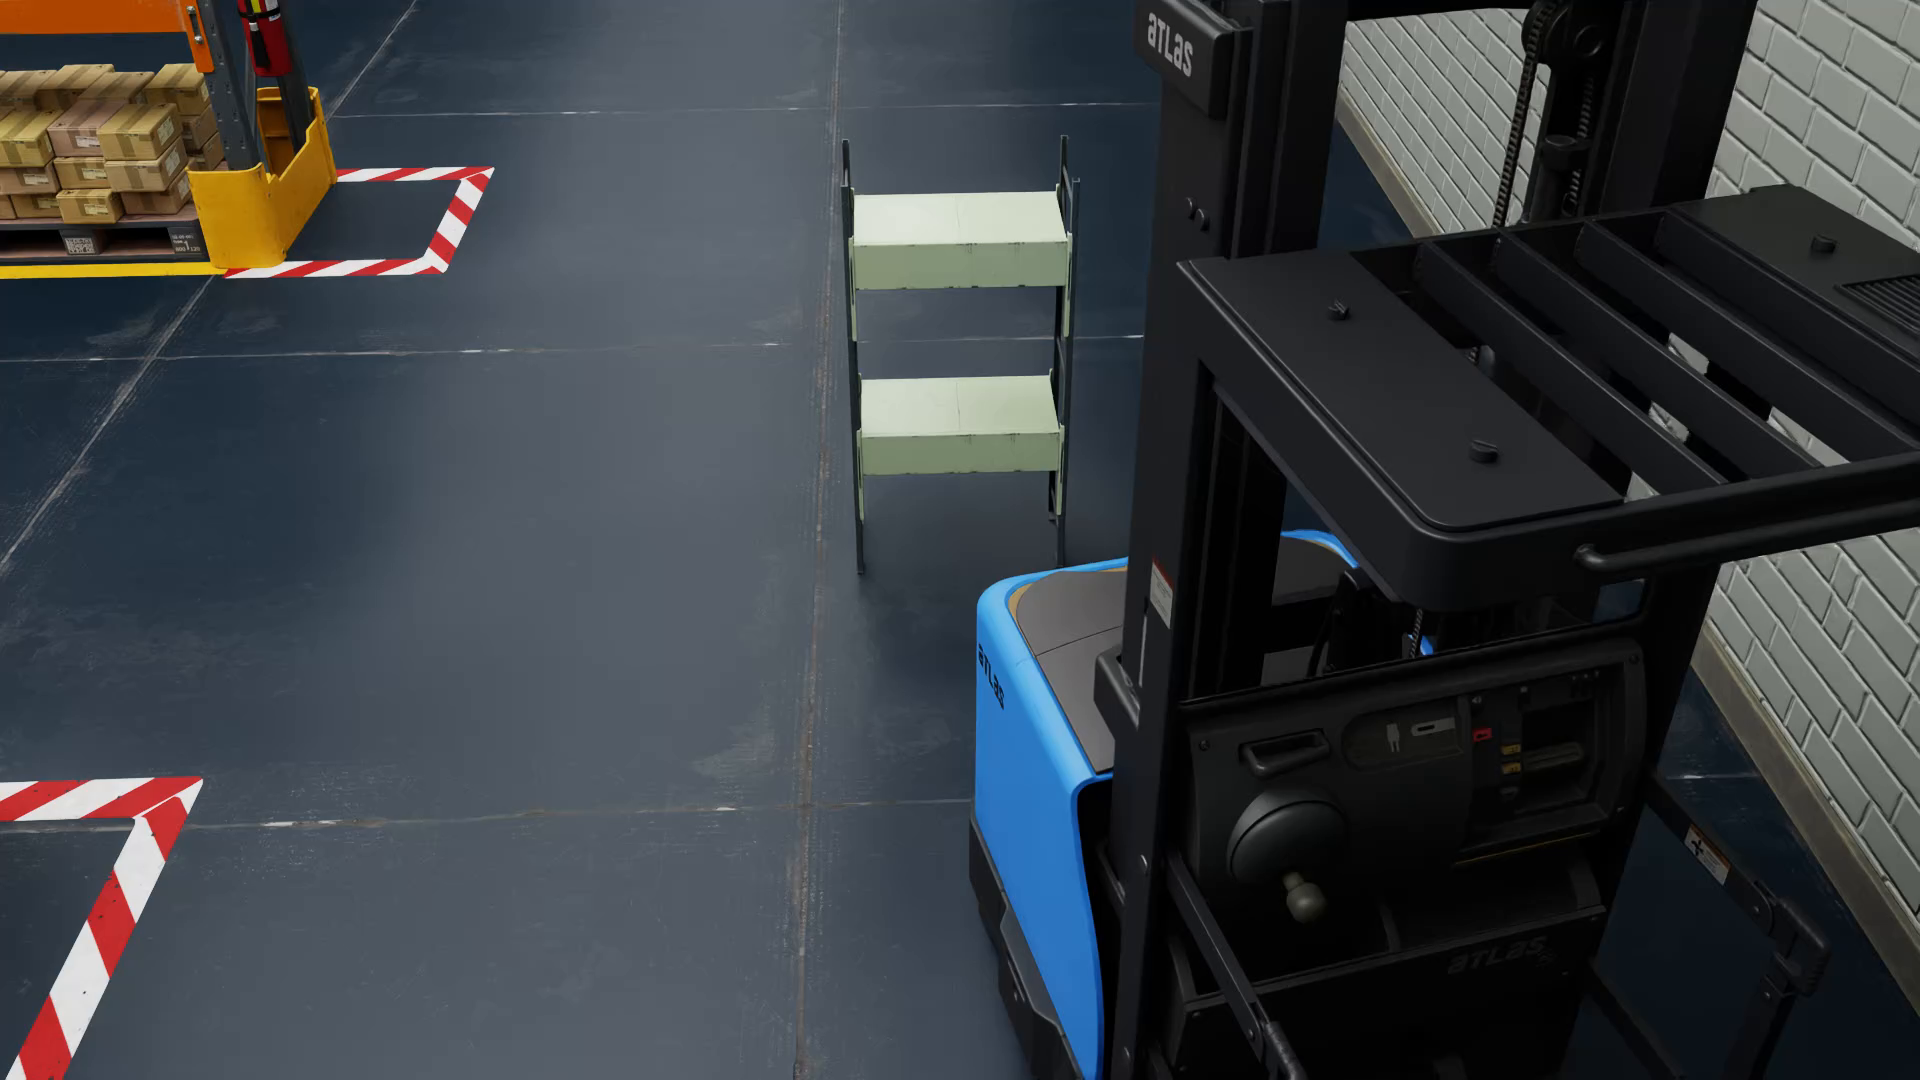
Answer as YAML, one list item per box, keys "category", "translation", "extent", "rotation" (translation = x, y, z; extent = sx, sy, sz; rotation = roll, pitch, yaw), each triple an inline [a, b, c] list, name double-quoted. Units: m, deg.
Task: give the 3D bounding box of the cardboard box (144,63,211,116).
- category: "cardboard box"
  translation: [-4.015, -2.328, 8.591]
  extent: [0.250, 0.149, 0.380]
  rotation: [-3, 35, -4]

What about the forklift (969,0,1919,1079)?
- category: "forklift"
  translation: [0.925, 0.512, 2.935]
  extent: [1.130, 2.935, 3.031]
  rotation: [-9, 36, -13]

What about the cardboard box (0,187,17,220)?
- category: "cardboard box"
  translation: [-4.757, -1.735, 8.257]
  extent: [0.250, 0.149, 0.380]
  rotation: [-1, 35, -2]

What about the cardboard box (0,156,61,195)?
- category: "cardboard box"
  translation: [-4.508, -1.835, 8.140]
  extent: [0.250, 0.149, 0.380]
  rotation: [-3, 35, -4]

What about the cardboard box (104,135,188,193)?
- category: "cardboard box"
  translation: [-3.989, -1.850, 8.162]
  extent: [0.250, 0.149, 0.380]
  rotation: [-2, 35, -4]

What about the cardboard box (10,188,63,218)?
- category: "cardboard box"
  translation: [-4.511, -1.749, 8.277]
  extent: [0.250, 0.149, 0.380]
  rotation: [-2, 35, -2]

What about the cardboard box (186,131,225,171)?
- category: "cardboard box"
  translation: [-4.014, -2.072, 8.744]
  extent: [0.250, 0.149, 0.380]
  rotation: [-1, 35, -1]

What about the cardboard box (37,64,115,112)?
- category: "cardboard box"
  translation: [-4.542, -2.318, 8.577]
  extent: [0.250, 0.149, 0.380]
  rotation: [-2, 35, -2]

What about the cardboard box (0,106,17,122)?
- category: "cardboard box"
  translation: [-4.760, -1.966, 8.068]
  extent: [0.250, 0.149, 0.380]
  rotation: [-3, 35, -4]

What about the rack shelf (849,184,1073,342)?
- category: "rack shelf"
  translation: [-0.007, -0.937, 5.601]
  extent: [0.720, 0.370, 0.431]
  rotation: [-2, 35, -2]

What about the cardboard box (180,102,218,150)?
- category: "cardboard box"
  translation: [-4.011, -2.158, 8.607]
  extent: [0.250, 0.149, 0.380]
  rotation: [0, 35, 0]

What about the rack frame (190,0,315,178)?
- category: "rack frame"
  translation: [-3.475, -2.904, 7.810]
  extent: [0.127, 3.000, 1.000]
  rotation: [-2, 35, -2]

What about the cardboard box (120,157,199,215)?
- category: "cardboard box"
  translation: [-3.991, -1.771, 8.310]
  extent: [0.250, 0.149, 0.380]
  rotation: [-1, 35, -1]

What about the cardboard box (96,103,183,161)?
- category: "cardboard box"
  translation: [-3.992, -1.990, 8.103]
  extent: [0.250, 0.149, 0.380]
  rotation: [-1, 35, -2]

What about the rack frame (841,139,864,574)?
- category: "rack frame"
  translation: [-0.372, -0.607, 5.809]
  extent: [0.023, 1.500, 0.400]
  rotation: [-2, 35, -2]

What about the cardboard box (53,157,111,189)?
- category: "cardboard box"
  translation: [-4.253, -1.873, 8.196]
  extent: [0.250, 0.149, 0.380]
  rotation: [-2, 35, -3]

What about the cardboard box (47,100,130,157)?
- category: "cardboard box"
  translation: [-4.246, -2.016, 8.141]
  extent: [0.250, 0.149, 0.380]
  rotation: [-1, 35, -1]

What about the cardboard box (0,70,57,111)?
- category: "cardboard box"
  translation: [-4.786, -2.264, 8.499]
  extent: [0.250, 0.149, 0.380]
  rotation: [-3, 35, -5]

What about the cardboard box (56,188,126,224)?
- category: "cardboard box"
  translation: [-4.243, -1.707, 8.217]
  extent: [0.250, 0.149, 0.380]
  rotation: [-1, 35, -1]

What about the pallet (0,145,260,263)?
- category: "pallet"
  translation: [-4.364, -1.753, 8.598]
  extent: [1.213, 0.211, 1.003]
  rotation: [-2, 35, -2]

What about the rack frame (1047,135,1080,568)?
- category: "rack frame"
  translation: [0.359, -0.626, 5.837]
  extent: [0.023, 1.500, 0.400]
  rotation: [-2, 35, -2]

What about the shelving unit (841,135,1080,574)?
- category: "shelving unit"
  translation: [-0.007, -0.617, 5.823]
  extent: [0.755, 1.500, 0.431]
  rotation: [-2, 35, -2]

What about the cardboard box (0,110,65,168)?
- category: "cardboard box"
  translation: [-4.499, -1.937, 8.026]
  extent: [0.250, 0.149, 0.380]
  rotation: [-2, 35, -3]

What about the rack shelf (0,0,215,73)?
- category: "rack shelf"
  translation: [-5.473, -2.554, 7.937]
  extent: [4.000, 0.370, 1.077]
  rotation: [-2, 35, -2]

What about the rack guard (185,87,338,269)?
- category: "rack guard"
  translation: [-3.551, -1.874, 8.518]
  extent: [0.348, 0.500, 1.175]
  rotation: [-2, 35, -2]

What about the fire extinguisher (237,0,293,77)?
- category: "fire extinguisher"
  translation: [-3.202, -2.463, 7.569]
  extent: [0.183, 0.674, 0.296]
  rotation: [-2, 35, -2]

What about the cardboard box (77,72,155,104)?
- category: "cardboard box"
  translation: [-4.284, -2.252, 8.481]
  extent: [0.250, 0.149, 0.380]
  rotation: [-1, 35, -1]

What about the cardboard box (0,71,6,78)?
- category: "cardboard box"
  translation: [-5.063, -2.262, 8.496]
  extent: [0.250, 0.149, 0.380]
  rotation: [0, 35, 0]

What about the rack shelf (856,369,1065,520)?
- category: "rack shelf"
  translation: [-0.007, -0.348, 6.008]
  extent: [0.720, 0.370, 0.431]
  rotation: [-2, 35, -2]
